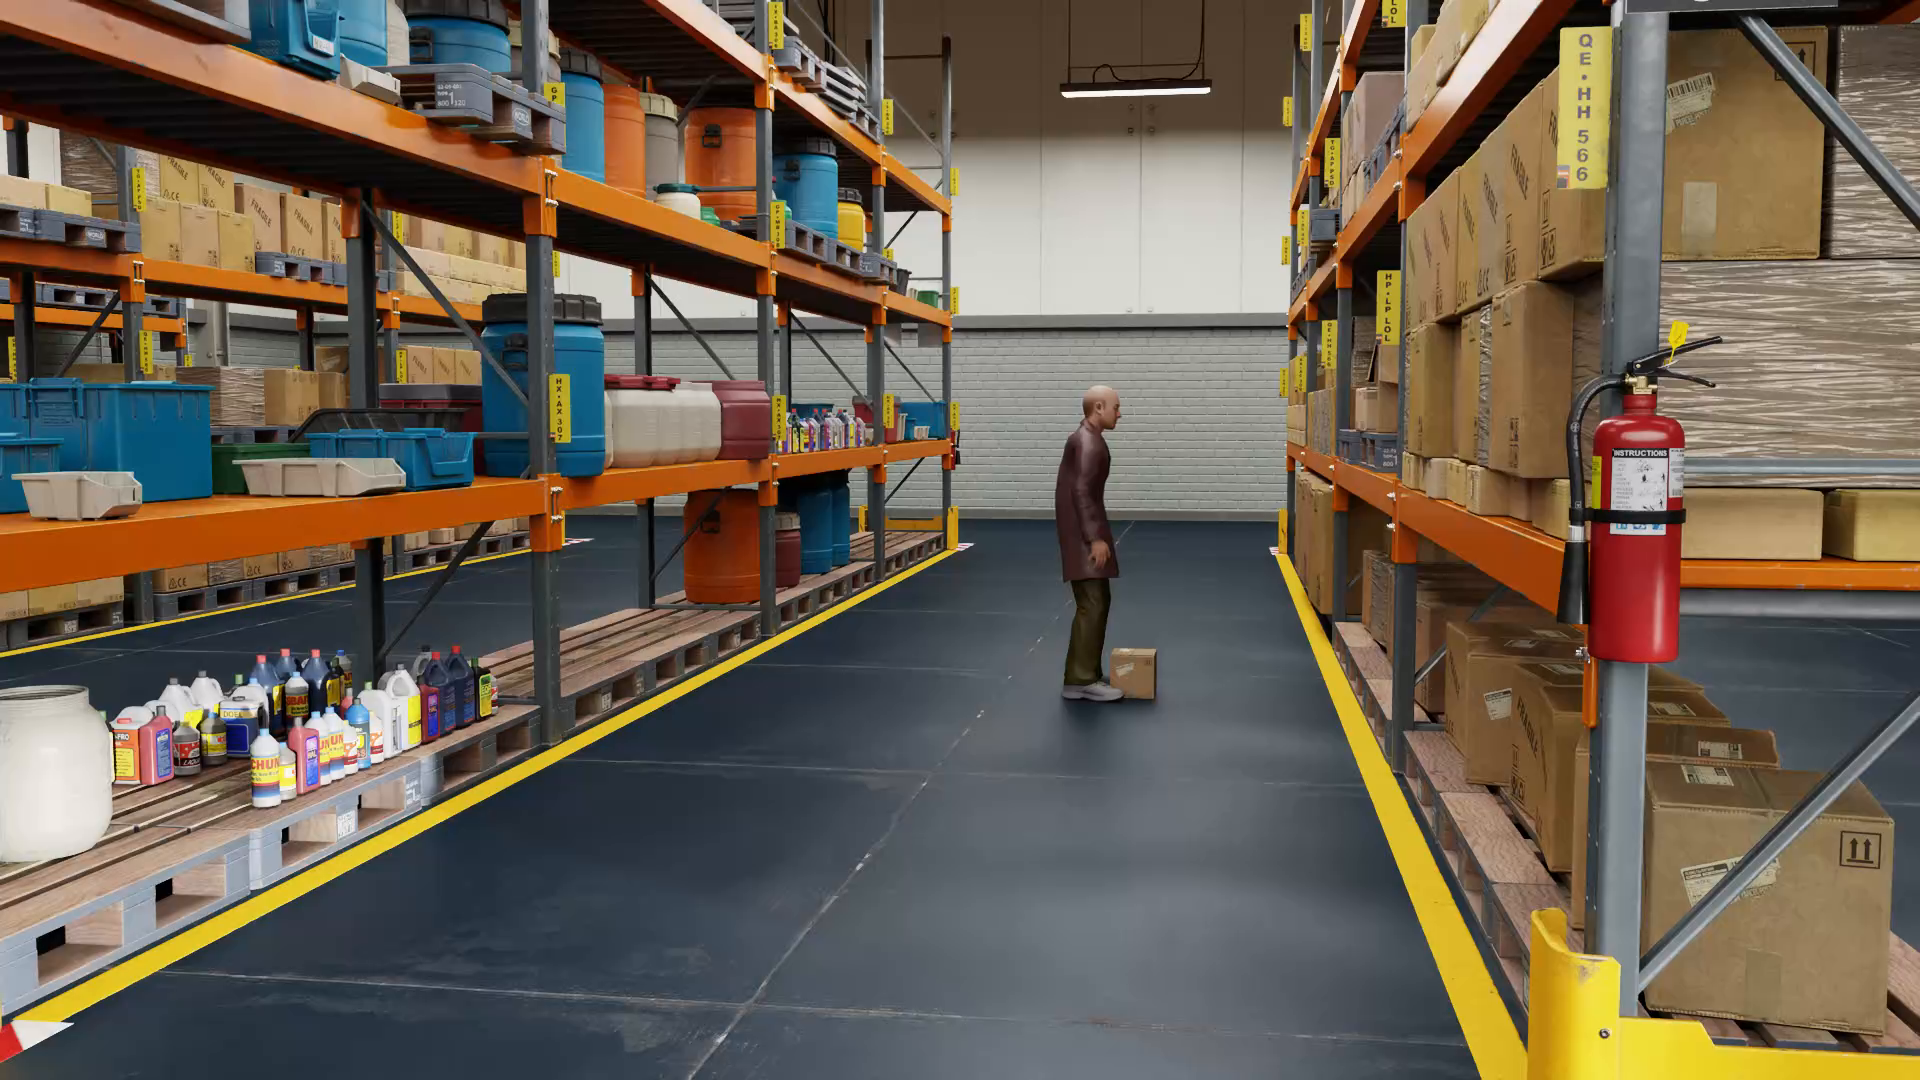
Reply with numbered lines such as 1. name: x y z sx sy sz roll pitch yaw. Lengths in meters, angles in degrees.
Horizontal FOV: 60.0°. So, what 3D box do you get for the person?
1. person: 0.753 0.003 9.543 0.417 1.774 0.656 0 4 7
